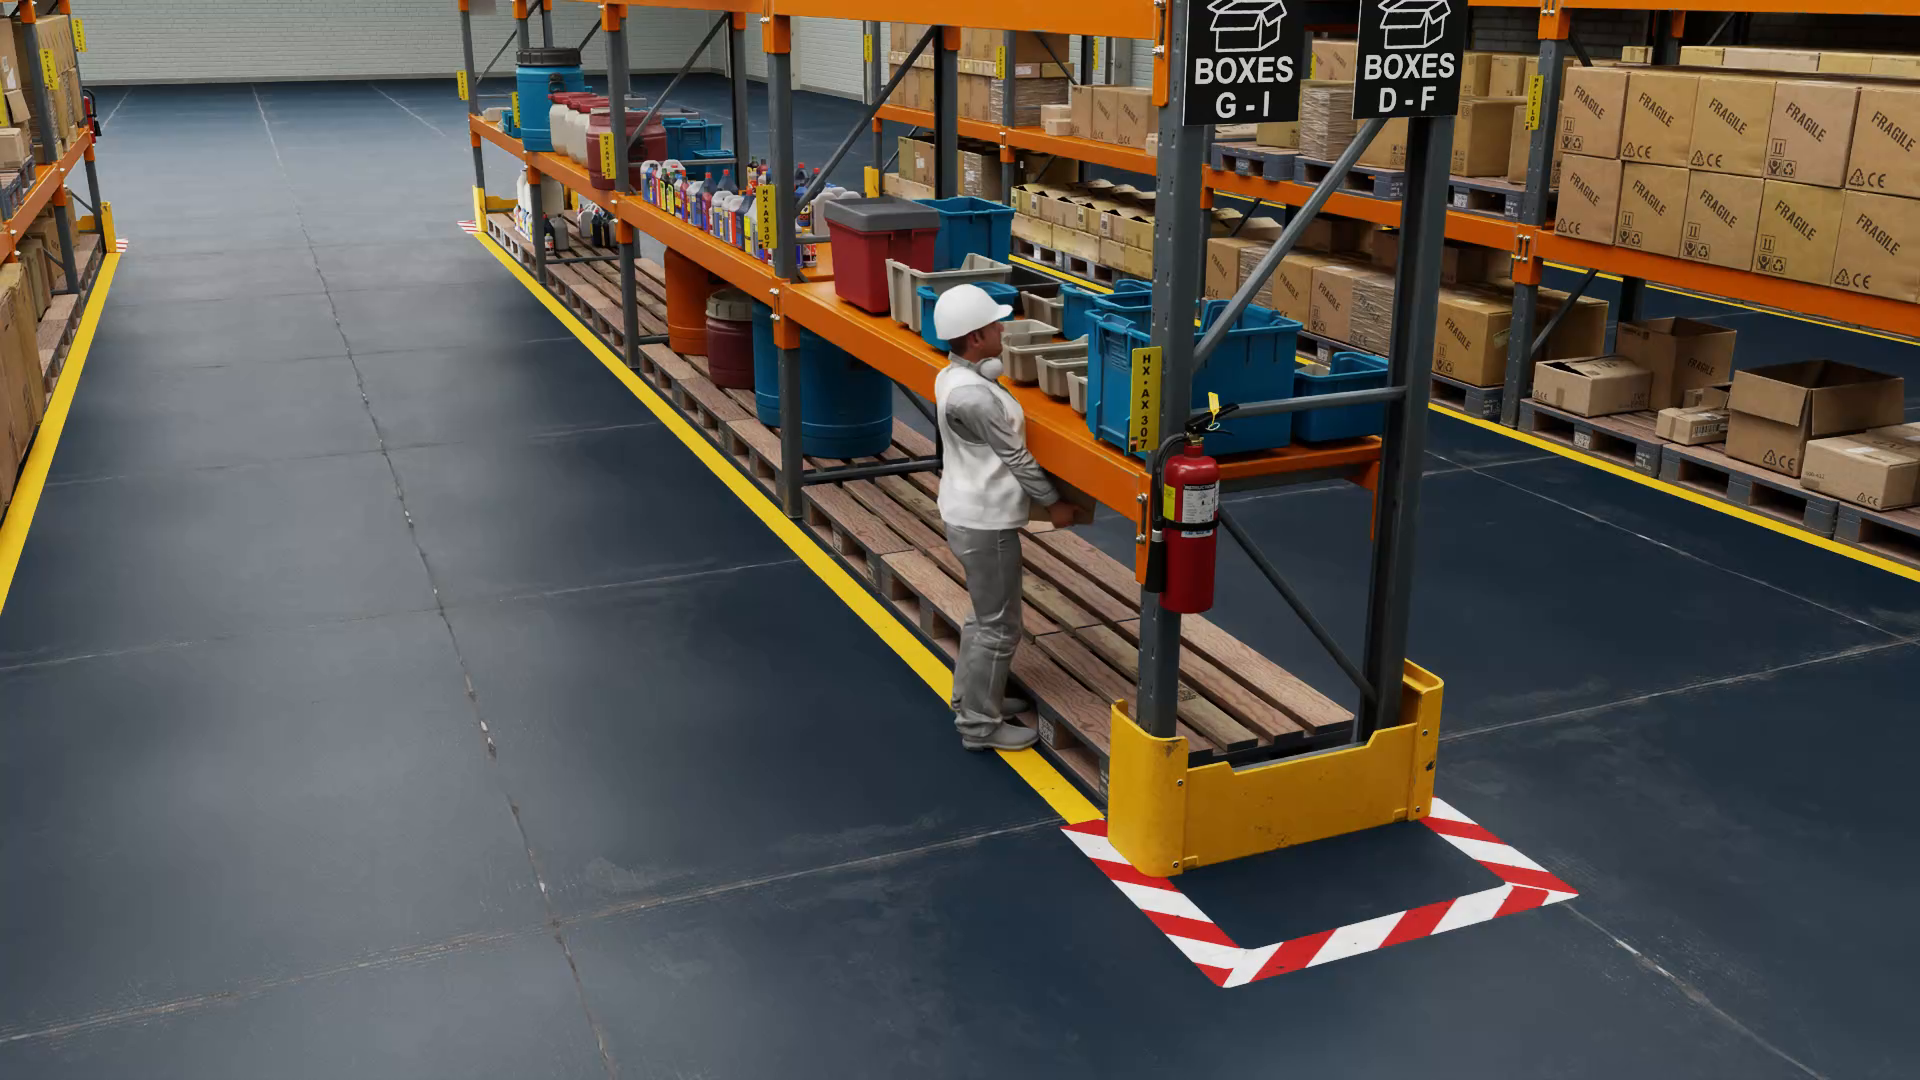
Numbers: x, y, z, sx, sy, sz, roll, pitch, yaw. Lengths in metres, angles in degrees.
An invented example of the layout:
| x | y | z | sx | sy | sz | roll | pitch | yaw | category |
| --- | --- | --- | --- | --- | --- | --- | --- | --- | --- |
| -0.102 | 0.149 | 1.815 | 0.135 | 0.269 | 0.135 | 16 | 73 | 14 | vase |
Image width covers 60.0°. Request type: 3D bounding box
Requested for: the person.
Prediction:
| x | y | z | sx | sy | sz | roll | pitch | yaw | category |
| --- | --- | --- | --- | --- | --- | --- | --- | --- | --- |
| 0.186 | -0.089 | 6.299 | 0.563 | 1.762 | 0.494 | -2 | 19 | -5 | person |
